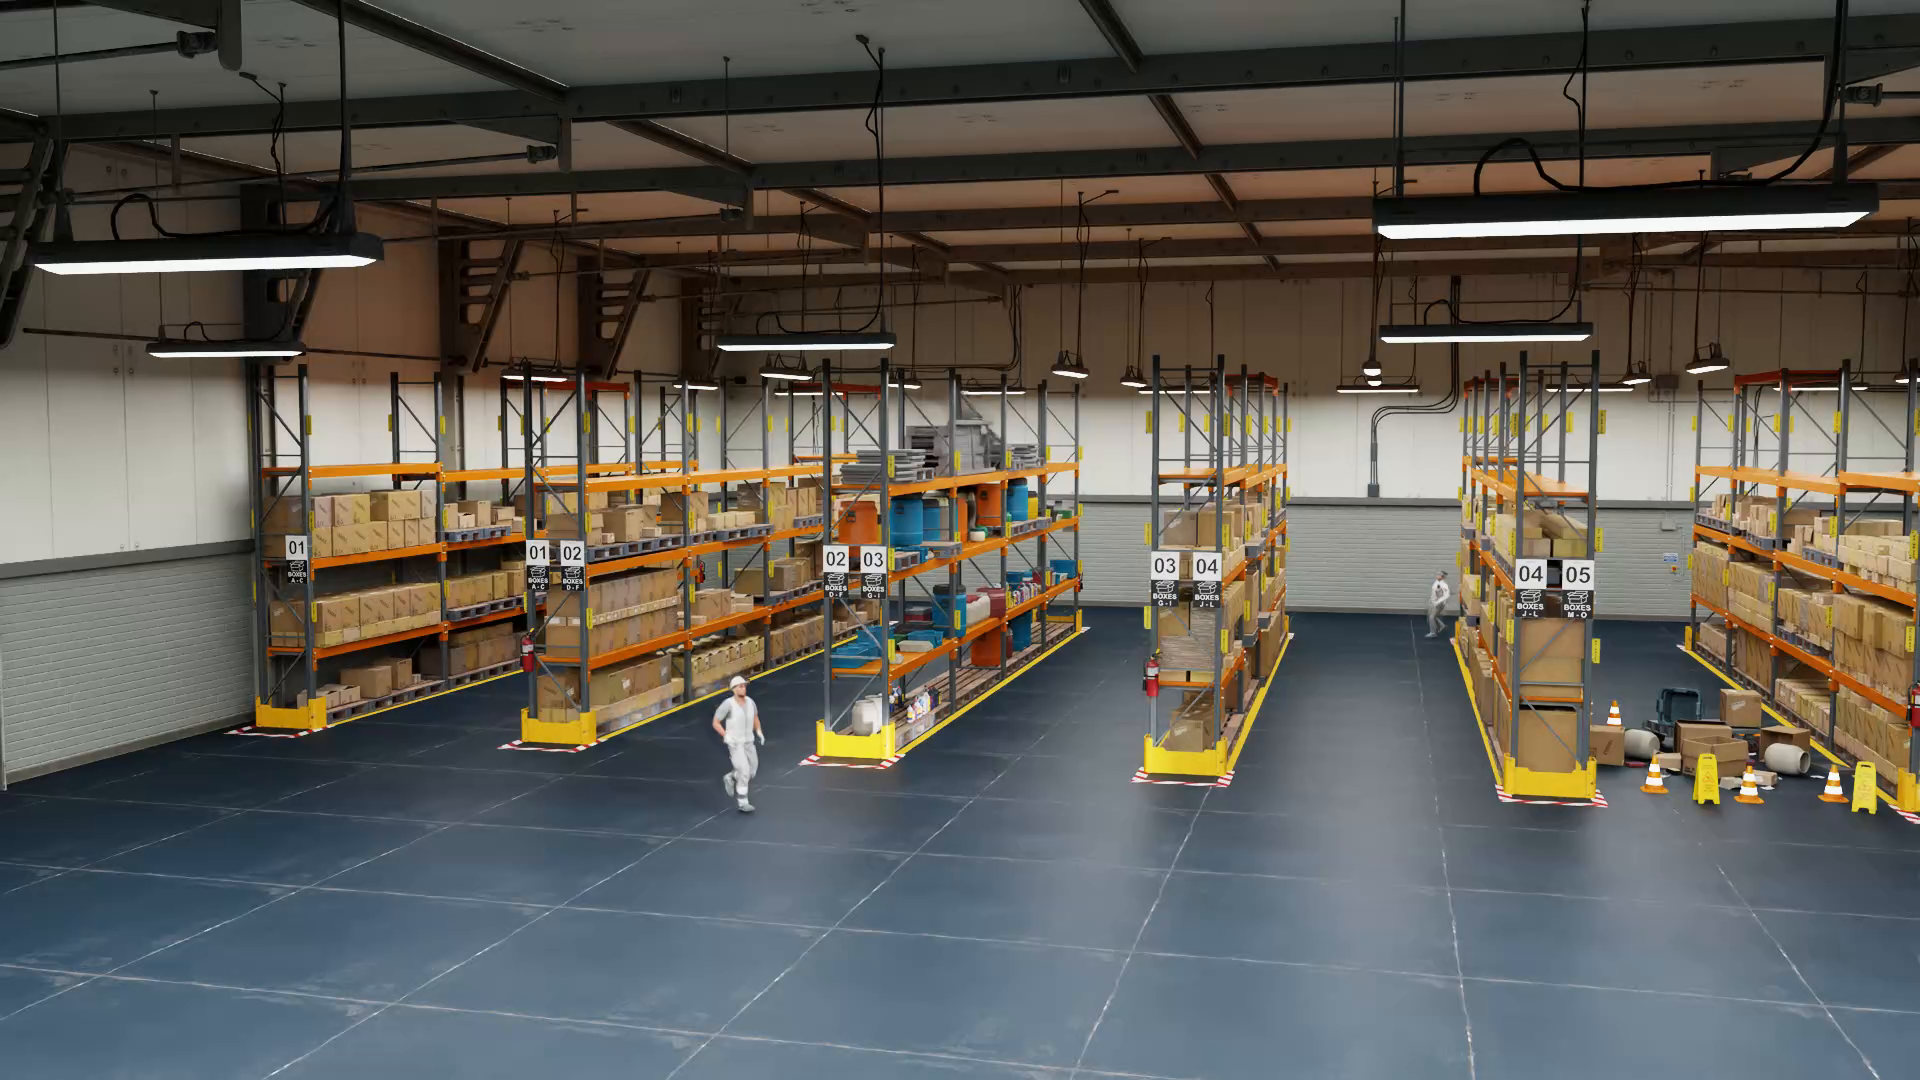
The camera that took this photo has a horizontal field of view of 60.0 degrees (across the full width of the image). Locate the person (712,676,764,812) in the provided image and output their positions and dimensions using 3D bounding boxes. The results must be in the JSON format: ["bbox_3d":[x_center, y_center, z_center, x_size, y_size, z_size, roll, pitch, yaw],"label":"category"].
[{"bbox_3d":[-2.906,2.635,21.653,0.724,1.747,0.698,4,5,44],"label":"person"}]

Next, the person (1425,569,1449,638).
[{"bbox_3d":[11.287,1.496,39.060,0.551,1.643,0.661,-1,4,-17],"label":"person"}]
